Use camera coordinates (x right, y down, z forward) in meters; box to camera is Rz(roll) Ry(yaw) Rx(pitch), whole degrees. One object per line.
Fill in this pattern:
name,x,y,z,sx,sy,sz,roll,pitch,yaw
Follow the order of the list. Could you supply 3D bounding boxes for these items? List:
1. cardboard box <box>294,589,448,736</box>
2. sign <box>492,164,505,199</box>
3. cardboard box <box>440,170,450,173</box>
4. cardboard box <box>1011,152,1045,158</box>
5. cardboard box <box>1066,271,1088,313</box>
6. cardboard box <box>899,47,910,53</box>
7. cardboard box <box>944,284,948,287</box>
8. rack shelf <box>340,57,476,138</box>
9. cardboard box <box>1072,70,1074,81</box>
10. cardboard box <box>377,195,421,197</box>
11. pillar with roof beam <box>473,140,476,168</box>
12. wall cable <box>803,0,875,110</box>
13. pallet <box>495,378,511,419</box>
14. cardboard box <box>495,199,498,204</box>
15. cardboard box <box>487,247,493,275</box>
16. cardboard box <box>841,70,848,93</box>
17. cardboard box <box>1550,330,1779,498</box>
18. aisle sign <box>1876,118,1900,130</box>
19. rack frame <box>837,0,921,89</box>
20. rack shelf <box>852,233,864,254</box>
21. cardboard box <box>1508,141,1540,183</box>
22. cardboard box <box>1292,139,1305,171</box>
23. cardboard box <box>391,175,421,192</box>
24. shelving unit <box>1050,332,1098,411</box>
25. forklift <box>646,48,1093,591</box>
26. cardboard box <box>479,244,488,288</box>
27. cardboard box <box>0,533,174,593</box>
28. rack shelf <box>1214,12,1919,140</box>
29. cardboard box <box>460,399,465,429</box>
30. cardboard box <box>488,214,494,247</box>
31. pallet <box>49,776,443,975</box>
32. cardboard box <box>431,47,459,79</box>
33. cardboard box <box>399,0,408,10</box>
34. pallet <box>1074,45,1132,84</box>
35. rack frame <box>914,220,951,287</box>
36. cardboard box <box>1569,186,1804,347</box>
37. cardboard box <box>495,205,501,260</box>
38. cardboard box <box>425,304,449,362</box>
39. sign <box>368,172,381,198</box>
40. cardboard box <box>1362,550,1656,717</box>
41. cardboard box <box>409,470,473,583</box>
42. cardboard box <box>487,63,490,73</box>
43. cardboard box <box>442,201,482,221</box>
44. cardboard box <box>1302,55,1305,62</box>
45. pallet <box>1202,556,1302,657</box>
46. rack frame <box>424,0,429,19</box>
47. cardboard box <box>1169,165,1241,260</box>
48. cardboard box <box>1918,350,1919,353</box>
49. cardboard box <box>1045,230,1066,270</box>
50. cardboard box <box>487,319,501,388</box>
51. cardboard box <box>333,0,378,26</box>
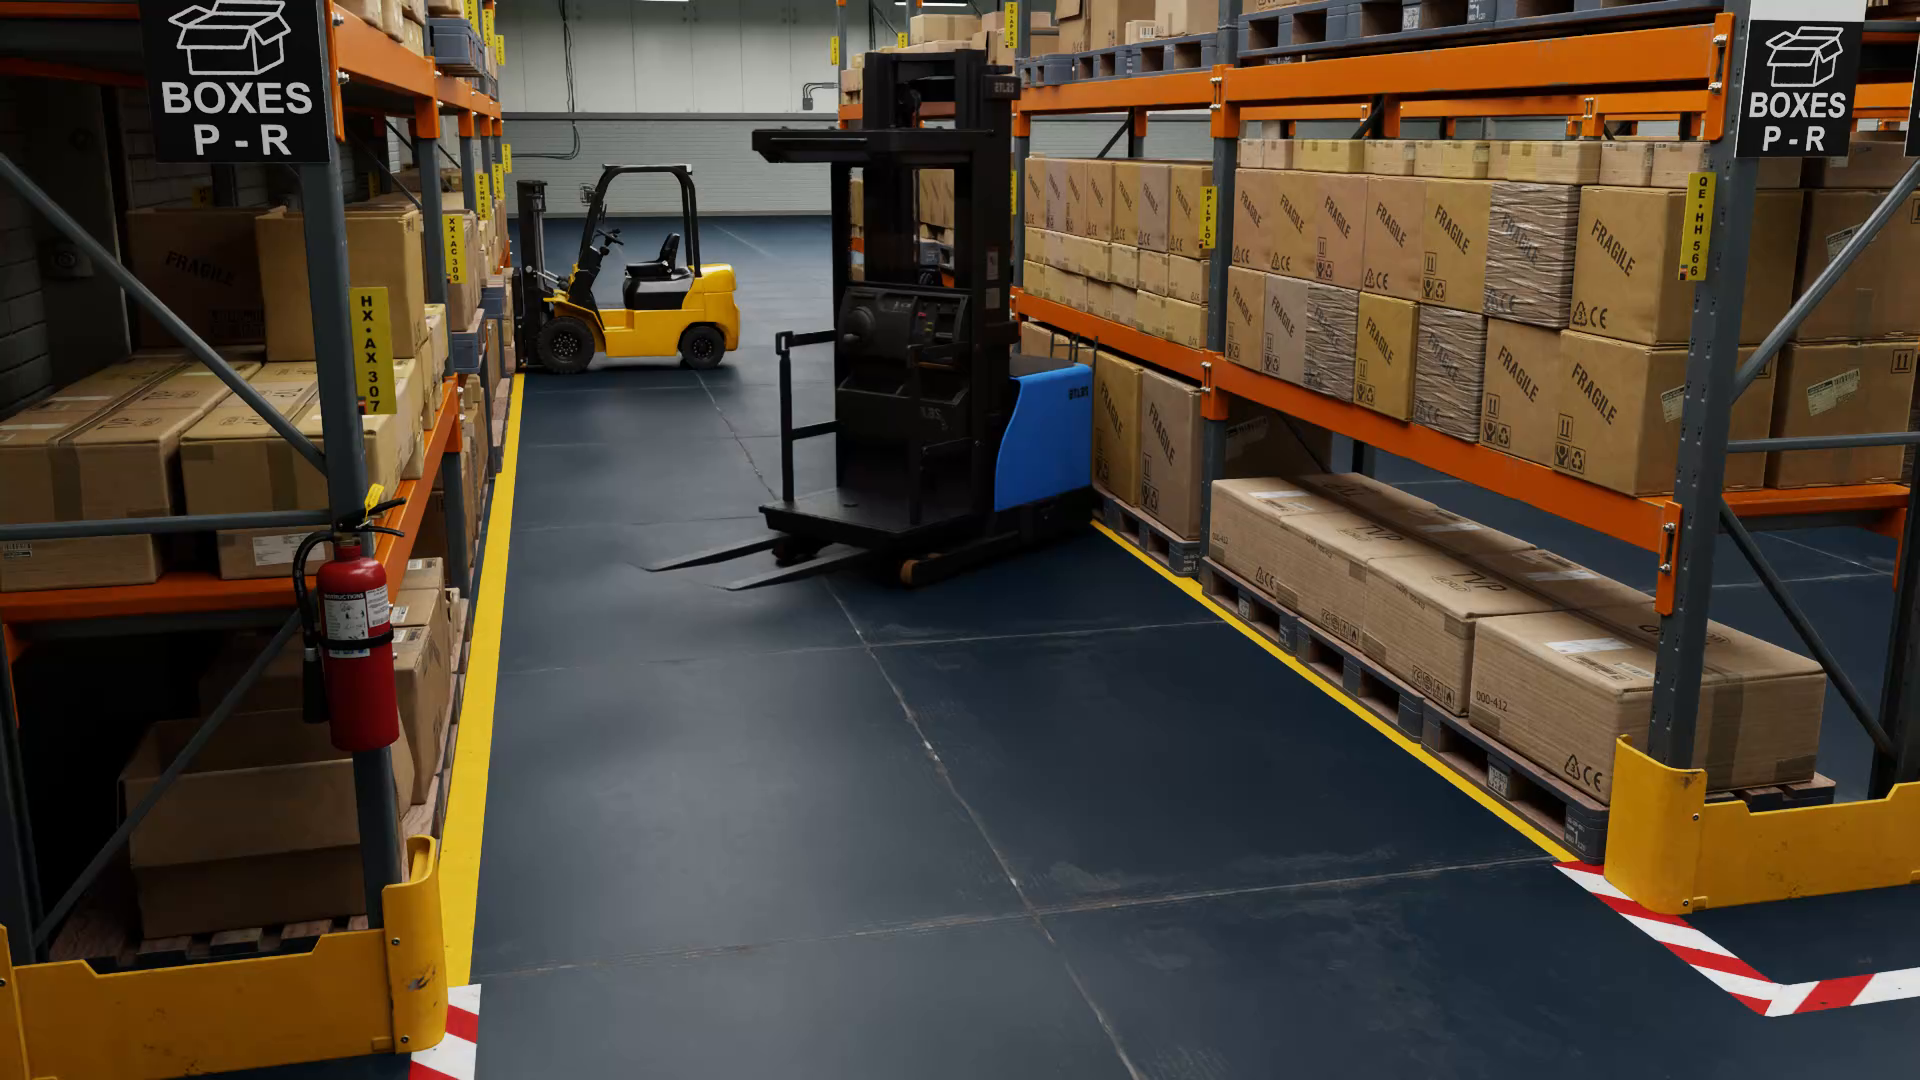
cardboard box,-2.274,0.506,6.416,0.500,0.500,0.500,-3,14,-12
sign,-4.325,-3.355,15.568,0.100,0.325,0.005,-3,14,-13
cardboard box,-5.684,-3.901,17.869,0.380,0.149,0.250,-3,14,-11
cardboard box,0.563,-3.475,15.240,0.380,0.149,0.250,-4,14,-16
cardboard box,1.039,-1.715,11.443,0.500,0.250,0.500,-3,14,-11
cardboard box,-0.279,-4.508,15.668,0.500,0.250,0.500,-4,14,-15
cardboard box,-0.426,-2.431,17.384,0.500,0.500,0.500,-3,14,-14
rack shelf,-3.441,-2.522,9.627,1.077,0.370,4.000,-3,14,-13
cardboard box,1.004,-3.571,12.932,0.380,0.149,0.250,-3,14,-13
cardboard box,-4.907,-2.947,14.592,0.380,0.149,0.250,-3,14,-13
pillar with roof beam,-7.954,-12.202,41.410,9.100,9.000,0.400,-3,14,-13
wall cable,-3.723,-16.277,50.924,2.305,6.003,0.169,-3,14,-13
pallet,-4.640,-1.277,15.207,1.003,0.211,1.213,-3,14,-13
cardboard box,-4.806,-3.430,16.569,0.380,0.149,0.250,-3,14,-12
cardboard box,-4.139,-2.274,13.730,0.500,0.250,0.500,-3,14,-11
cardboard box,-1.107,-5.397,19.567,0.500,0.250,0.500,-4,14,-14
cardboard box,2.421,-0.453,5.751,0.500,0.500,0.500,-3,14,-13
aisle sign,13.180,-6.091,23.560,0.394,0.787,0.004,-3,14,-13
rack frame,-0.966,-6.914,19.764,1.000,3.000,0.127,-3,14,-13
rack shelf,-0.496,-3.188,18.673,1.077,0.370,4.000,-3,14,-13
cardboard box,2.268,-1.402,6.160,0.380,0.149,0.250,-3,14,-12
cardboard box,1.851,-1.878,8.110,0.380,0.149,0.250,-3,14,-14
cardboard box,-5.219,-3.364,15.672,0.380,0.149,0.250,-3,14,-13
shelving unit,0.711,-0.757,10.954,0.258,1.200,0.189,-5,14,-38
forklift,-0.468,-1.283,9.504,1.130,2.935,3.031,11,17,37
cardboard box,-3.349,-1.782,10.832,0.500,0.250,0.500,-4,14,-16
cardboard box,-2.371,0.030,4.514,0.380,0.149,0.250,-3,14,-14
rack shelf,2.322,-1.877,6.986,1.077,0.370,4.000,-3,14,-13
cardboard box,-3.265,-0.774,10.289,0.380,0.149,0.250,-4,14,-16
cardboard box,-4.244,-2.633,14.148,0.500,0.250,0.500,-3,14,-12
pallet,-2.238,1.123,5.388,1.003,0.211,1.213,-3,14,-13
cardboard box,-3.318,-2.924,10.072,0.500,0.250,0.500,-3,14,-13
cardboard box,-2.373,-2.147,6.263,0.500,0.250,0.500,-3,14,-12
pallet,1.381,-3.116,10.938,1.003,0.211,1.213,-3,14,-11
rack frame,-0.027,-3.076,16.699,1.000,3.000,0.127,-3,14,-13
cardboard box,2.447,-0.940,5.639,0.500,0.500,0.500,-3,14,-11
cardboard box,-4.701,-2.964,16.030,0.500,0.500,0.500,-4,14,-15
cardboard box,-2.615,-0.921,7.567,0.500,0.250,0.500,-3,14,-12
sign,-5.390,-3.227,15.323,0.100,0.325,0.005,-3,14,-13
cardboard box,2.316,0.375,7.085,0.875,0.438,0.875,-3,14,-12
cardboard box,-2.867,-0.067,8.764,0.500,0.500,0.500,-3,14,-11
cardboard box,-4.841,-4.684,16.394,0.380,0.149,0.250,-3,14,-11
cardboard box,-4.013,-2.627,13.282,0.380,0.149,0.250,-3,14,-12
cardboard box,4.162,-5.488,18.845,0.500,0.250,0.500,-3,14,-14
pallet,1.955,0.303,8.740,1.003,0.211,1.213,-3,14,-13
rack frame,-2.972,-3.868,7.297,1.000,3.000,0.127,-3,14,-13
cardboard box,1.503,-1.854,9.379,0.500,0.500,0.500,-3,14,-11
cardboard box,10.086,-2.117,17.110,0.700,0.500,0.500,-2,14,-8
cardboard box,0.912,-2.074,11.858,0.500,0.250,0.500,-3,14,-12
cardboard box,-4.717,-1.730,15.305,0.875,0.625,0.625,-3,14,-11
cardboard box,-1.970,-1.635,5.007,0.380,0.149,0.250,-3,14,-12
